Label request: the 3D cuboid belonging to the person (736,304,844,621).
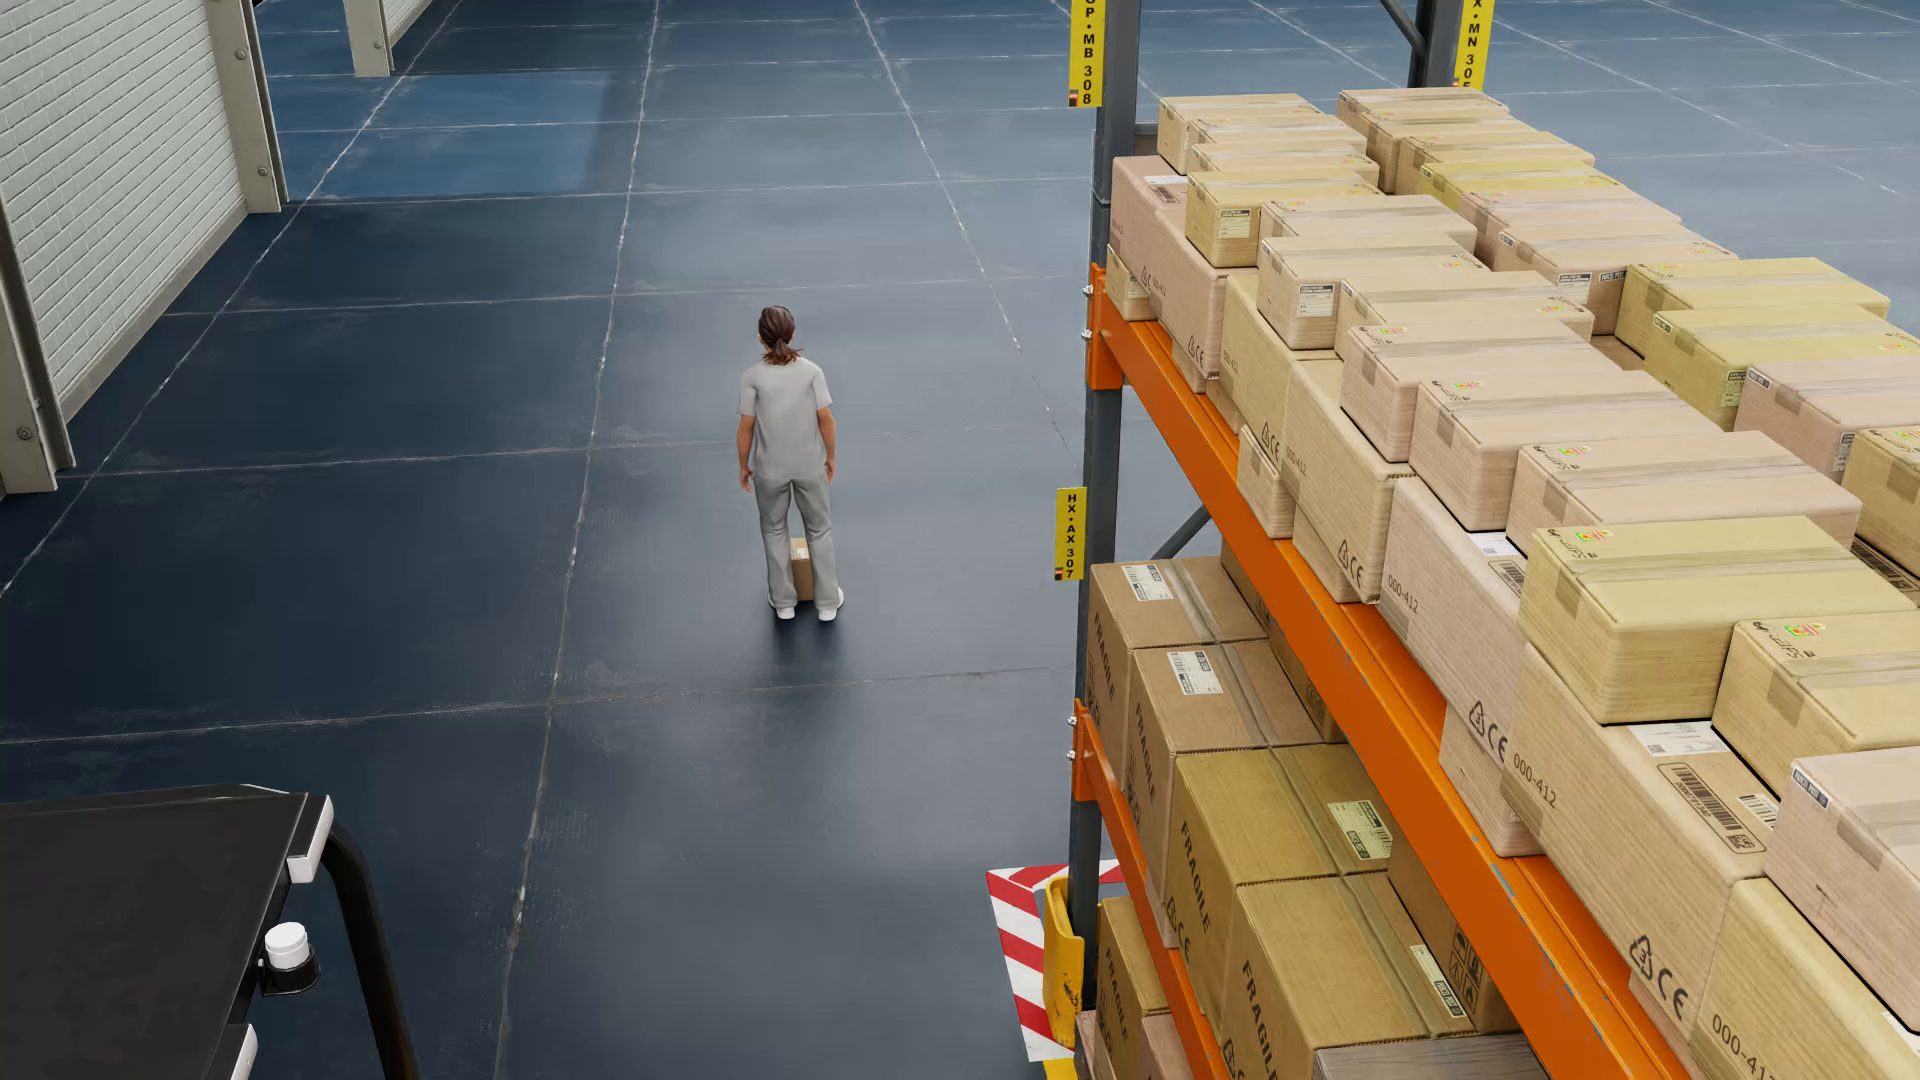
[{"bbox_3d":[-0.857,-0.373,8.345,0.514,1.672,0.414,-5,28,-10],"label":"person"}]
